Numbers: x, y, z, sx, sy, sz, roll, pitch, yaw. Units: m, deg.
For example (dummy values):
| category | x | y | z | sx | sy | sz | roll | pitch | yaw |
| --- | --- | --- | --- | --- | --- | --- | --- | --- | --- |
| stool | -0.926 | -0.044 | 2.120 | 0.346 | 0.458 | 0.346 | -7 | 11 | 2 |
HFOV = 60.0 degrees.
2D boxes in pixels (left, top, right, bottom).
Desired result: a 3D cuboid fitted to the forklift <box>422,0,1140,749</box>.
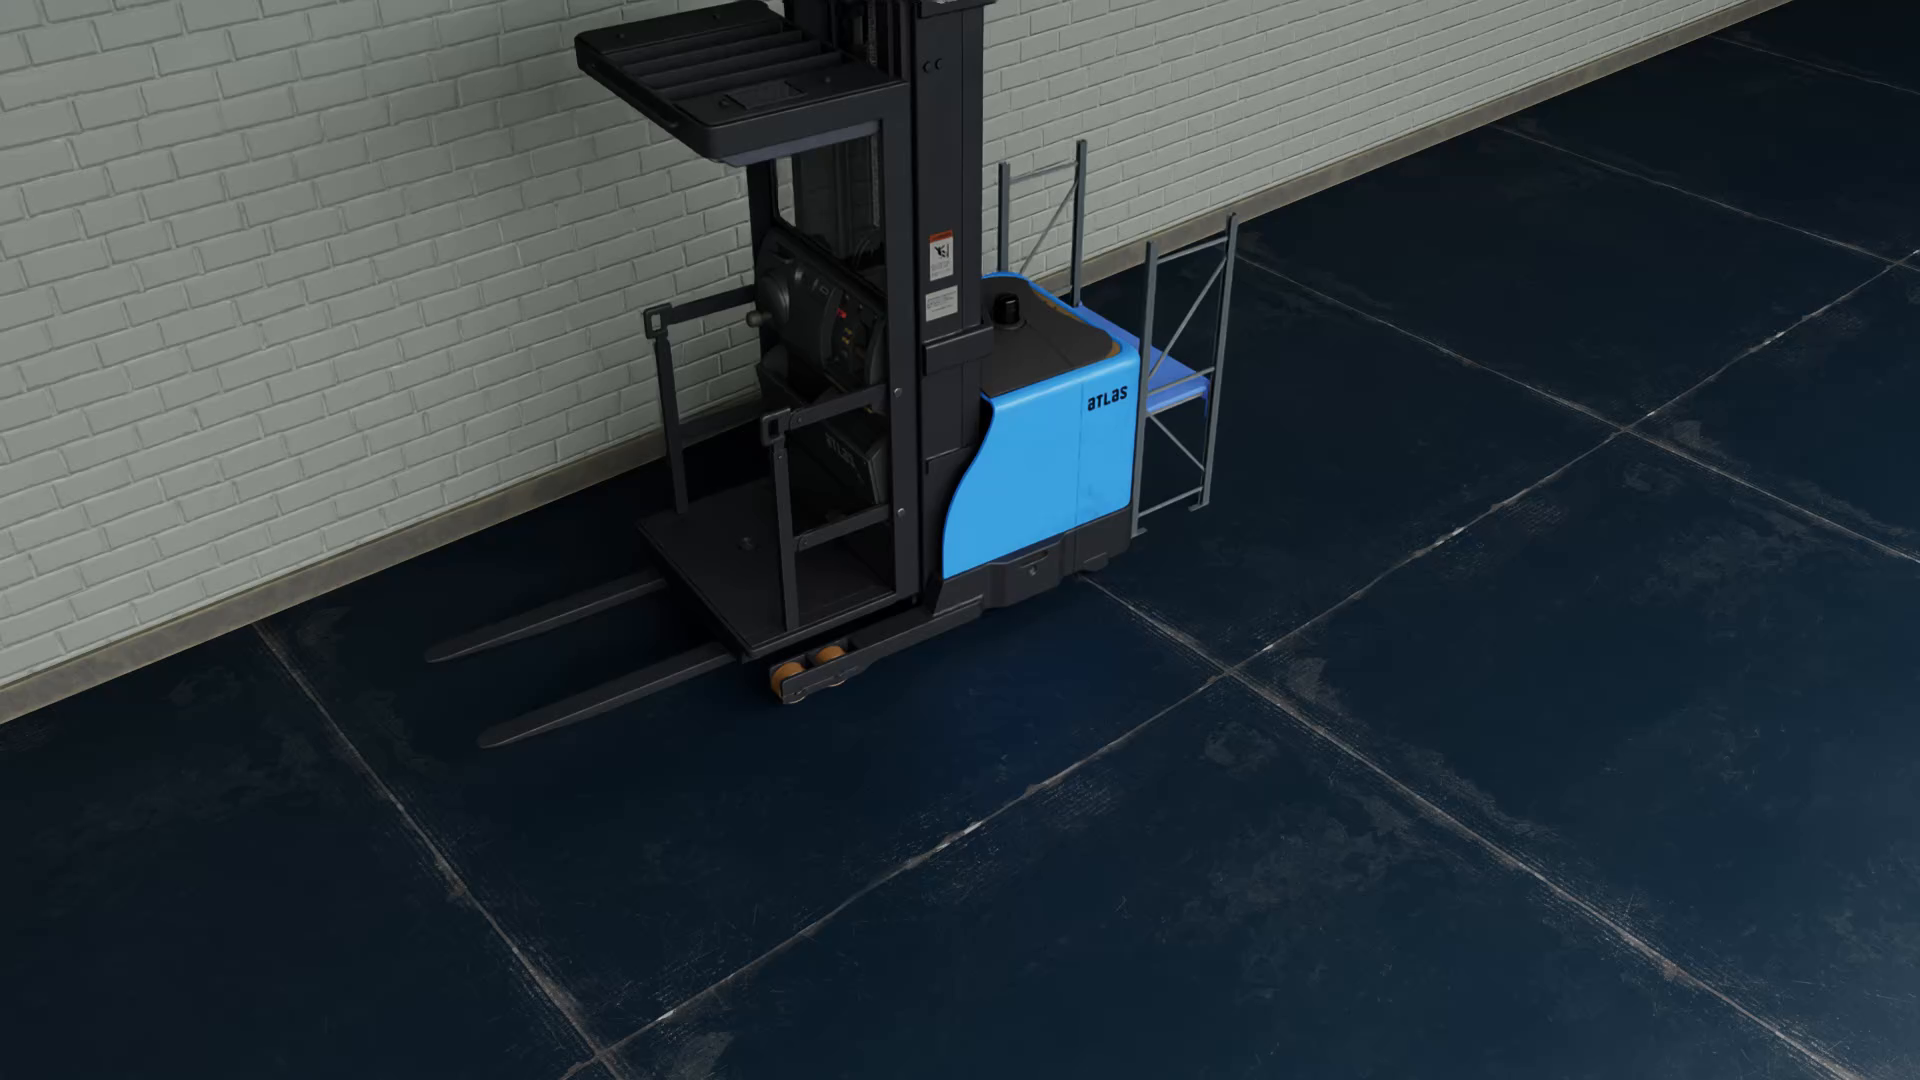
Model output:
| category | x | y | z | sx | sy | sz | roll | pitch | yaw |
| --- | --- | --- | --- | --- | --- | --- | --- | --- | --- |
| forklift | -0.729 | -0.877 | 6.452 | 3.031 | 2.935 | 1.130 | -21 | 40 | -27 |

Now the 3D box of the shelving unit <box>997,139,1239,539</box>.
| category | x | y | z | sx | sy | sz | roll | pitch | yaw |
| --- | --- | --- | --- | --- | --- | --- | --- | --- | --- |
| shelving unit | 0.686 | -0.945 | 7.786 | 0.538 | 1.500 | 1.048 | -23 | 41 | -29 |

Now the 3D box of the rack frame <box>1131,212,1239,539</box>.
| category | x | y | z | sx | sy | sz | roll | pitch | yaw |
| --- | --- | --- | --- | --- | --- | --- | --- | --- | --- |
| rack frame | 0.985 | -0.707 | 7.450 | 0.500 | 1.500 | 0.032 | -23 | 41 | -29 |

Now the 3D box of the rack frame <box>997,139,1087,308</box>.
| category | x | y | z | sx | sy | sz | roll | pitch | yaw |
| --- | --- | --- | --- | --- | --- | --- | --- | --- | --- |
| rack frame | 0.387 | -1.182 | 8.121 | 0.500 | 1.500 | 0.032 | -23 | 41 | -29 |

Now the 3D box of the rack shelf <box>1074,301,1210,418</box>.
| category | x | y | z | sx | sy | sz | roll | pitch | yaw |
| --- | --- | --- | --- | --- | --- | --- | --- | --- | --- |
| rack shelf | 0.686 | -0.798 | 7.890 | 0.538 | 0.185 | 1.000 | -23 | 41 | -29 |
